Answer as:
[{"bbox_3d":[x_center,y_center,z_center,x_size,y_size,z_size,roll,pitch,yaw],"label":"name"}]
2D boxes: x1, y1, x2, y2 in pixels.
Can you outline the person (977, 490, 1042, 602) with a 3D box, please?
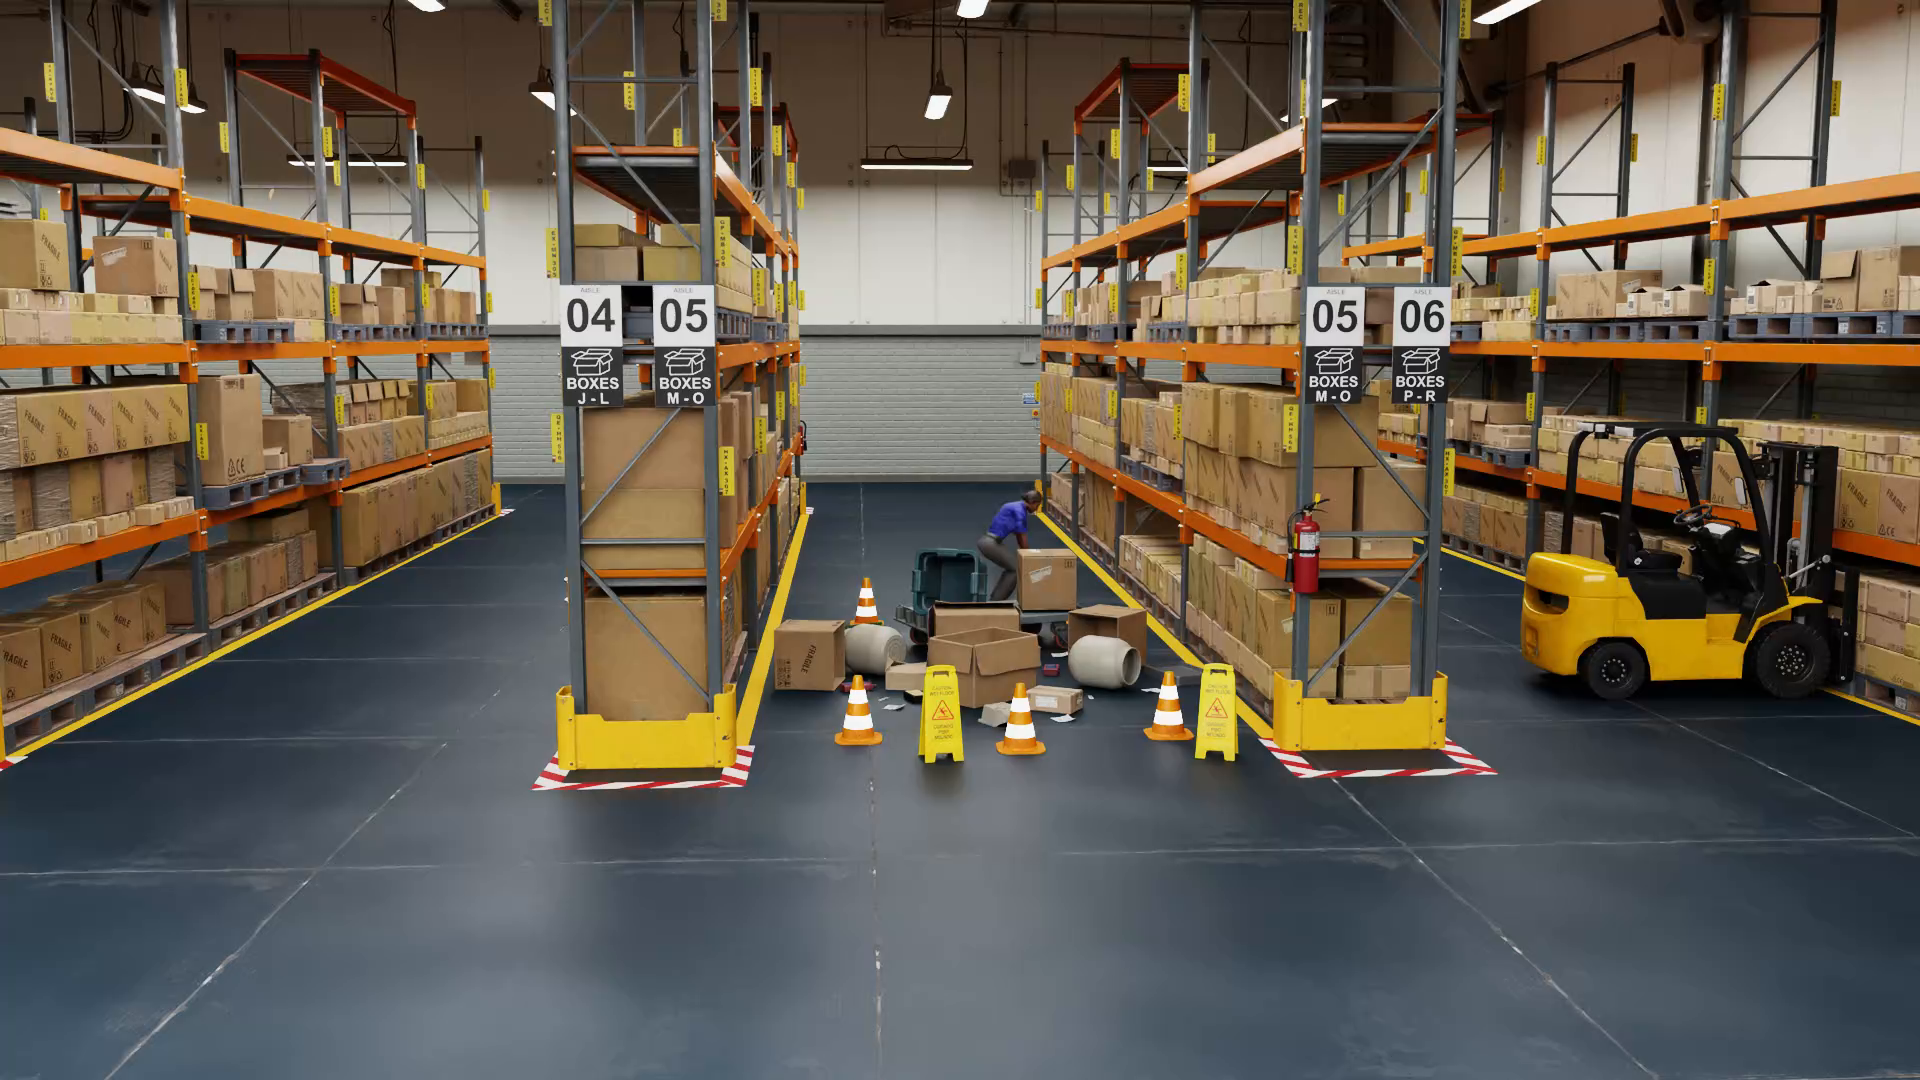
[{"bbox_3d":[0.530,0.088,17.774,0.698,1.248,0.500,0,7,-4],"label":"person"}]
